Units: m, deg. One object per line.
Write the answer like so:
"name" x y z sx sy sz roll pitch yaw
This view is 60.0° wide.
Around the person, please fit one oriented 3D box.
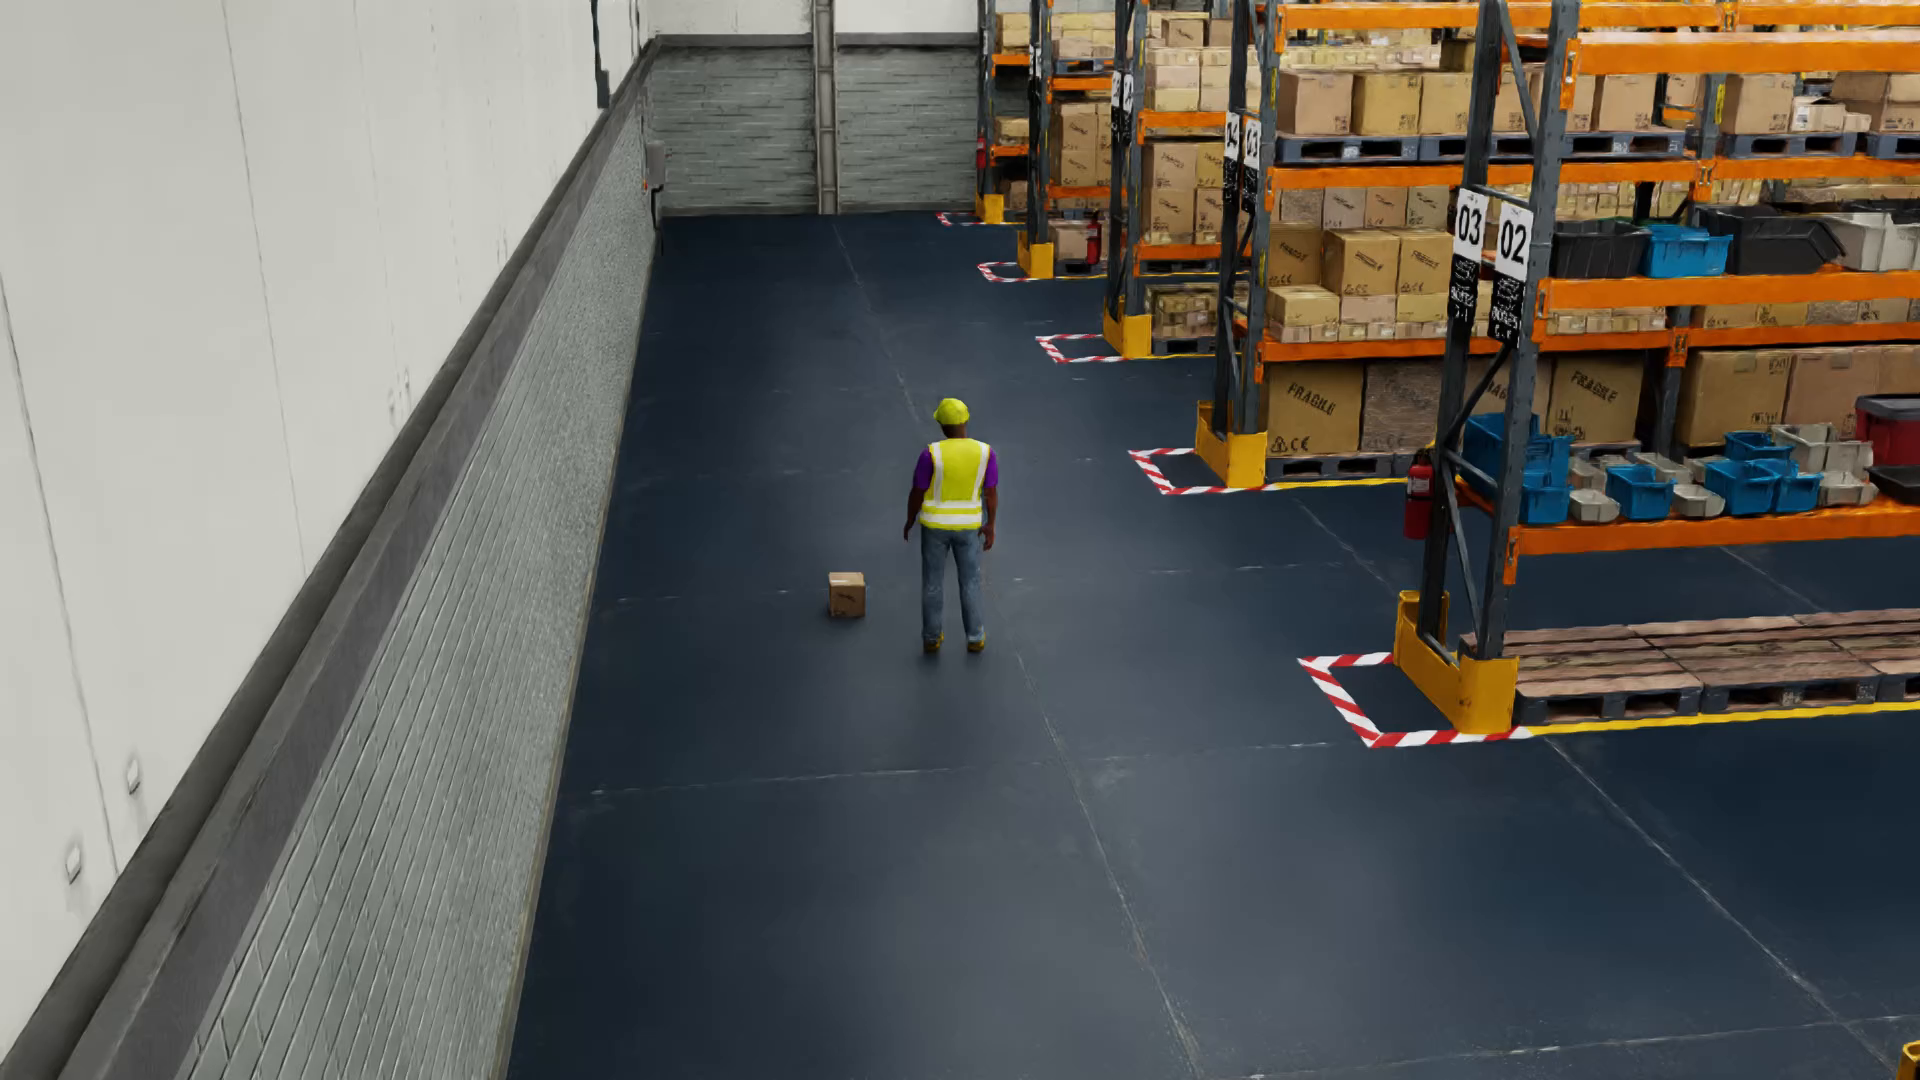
"person" -0.060 -0.102 11.247 0.625 1.772 0.381 -5 21 -14
